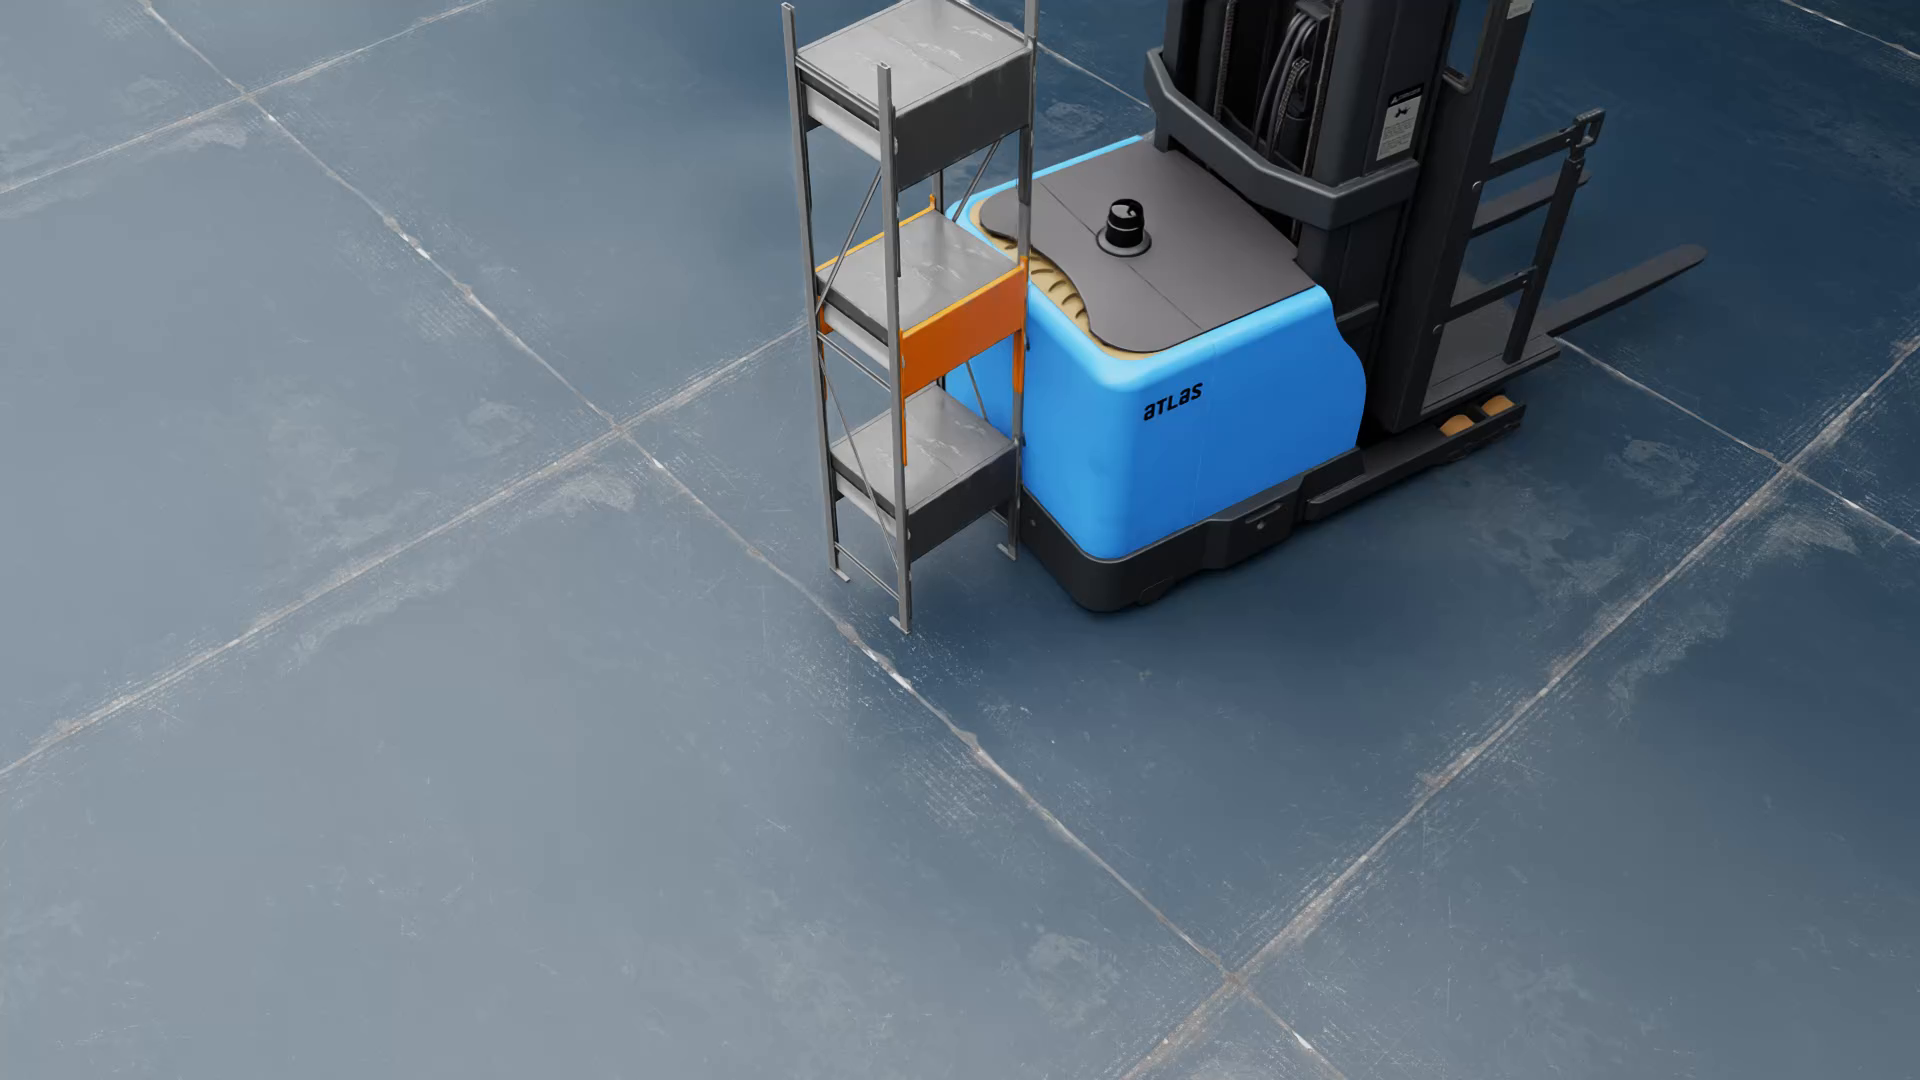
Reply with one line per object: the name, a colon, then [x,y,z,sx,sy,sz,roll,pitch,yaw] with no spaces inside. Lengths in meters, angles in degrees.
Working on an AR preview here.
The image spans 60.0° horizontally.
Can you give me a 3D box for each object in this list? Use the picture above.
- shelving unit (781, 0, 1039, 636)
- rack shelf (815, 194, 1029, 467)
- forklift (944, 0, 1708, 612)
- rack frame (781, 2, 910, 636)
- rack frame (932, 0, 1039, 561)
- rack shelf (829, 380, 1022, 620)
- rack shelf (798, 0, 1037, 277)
shelving unit: [-0.122,-0.630,4.903,0.503,2.100,0.431,-34,56,-27]
rack shelf: [-0.122,-0.621,4.913,0.480,0.518,0.431,-34,56,-27]
forklift: [1.453,-1.590,5.223,3.031,2.935,1.130,-24,52,-21]
rack frame: [-0.303,-0.510,4.791,0.015,2.100,0.400,-34,56,-27]
rack frame: [0.058,-0.751,5.014,0.015,2.100,0.400,-34,56,-27]
rack shelf: [-0.122,-0.146,5.427,0.480,0.518,0.431,-34,56,-27]
rack shelf: [-0.122,-1.096,4.398,0.480,0.518,0.431,-34,56,-27]
